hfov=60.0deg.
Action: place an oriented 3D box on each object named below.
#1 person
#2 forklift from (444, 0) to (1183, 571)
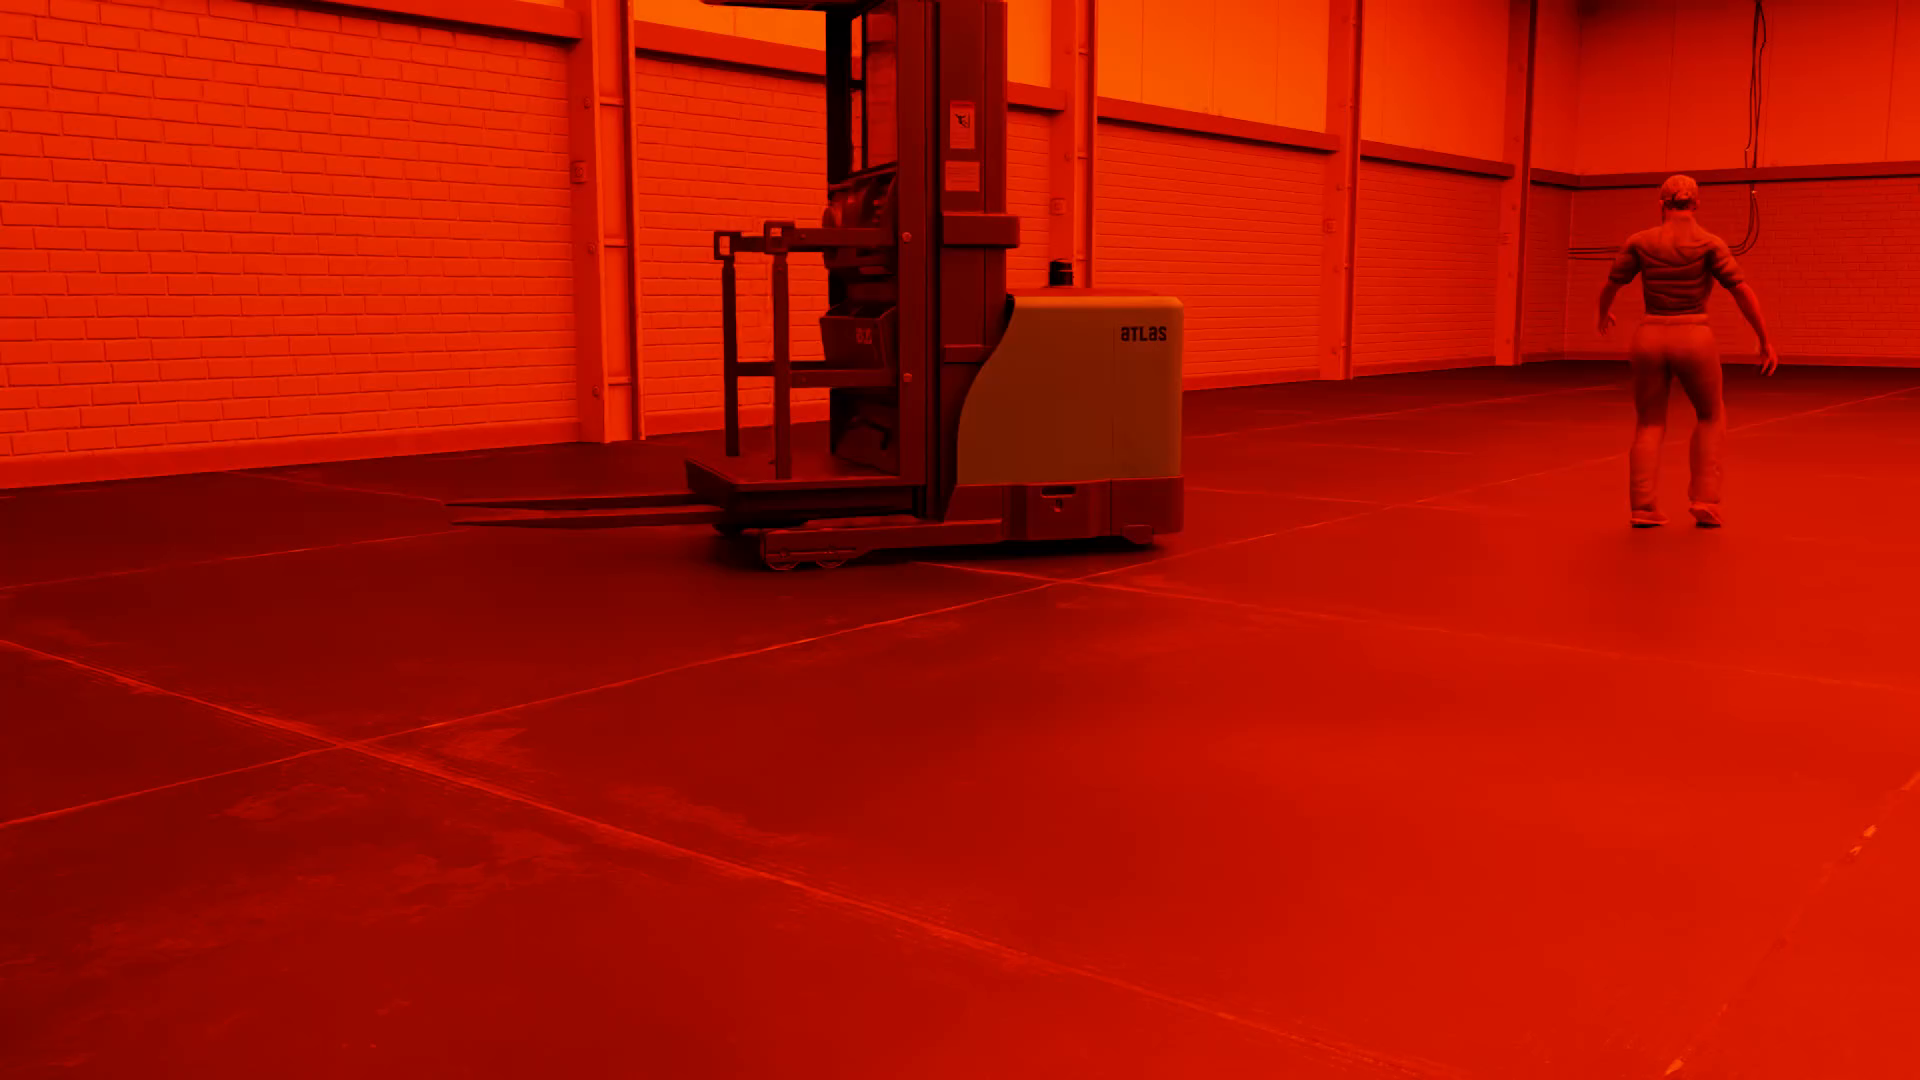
[{"bbox_3d":[3.378,-0.857,7.826,0.872,1.686,0.479,7,11,40],"label":"person"},{"bbox_3d":[-0.610,-1.413,6.936,3.031,2.935,1.130,-3,9,-19],"label":"forklift"}]
